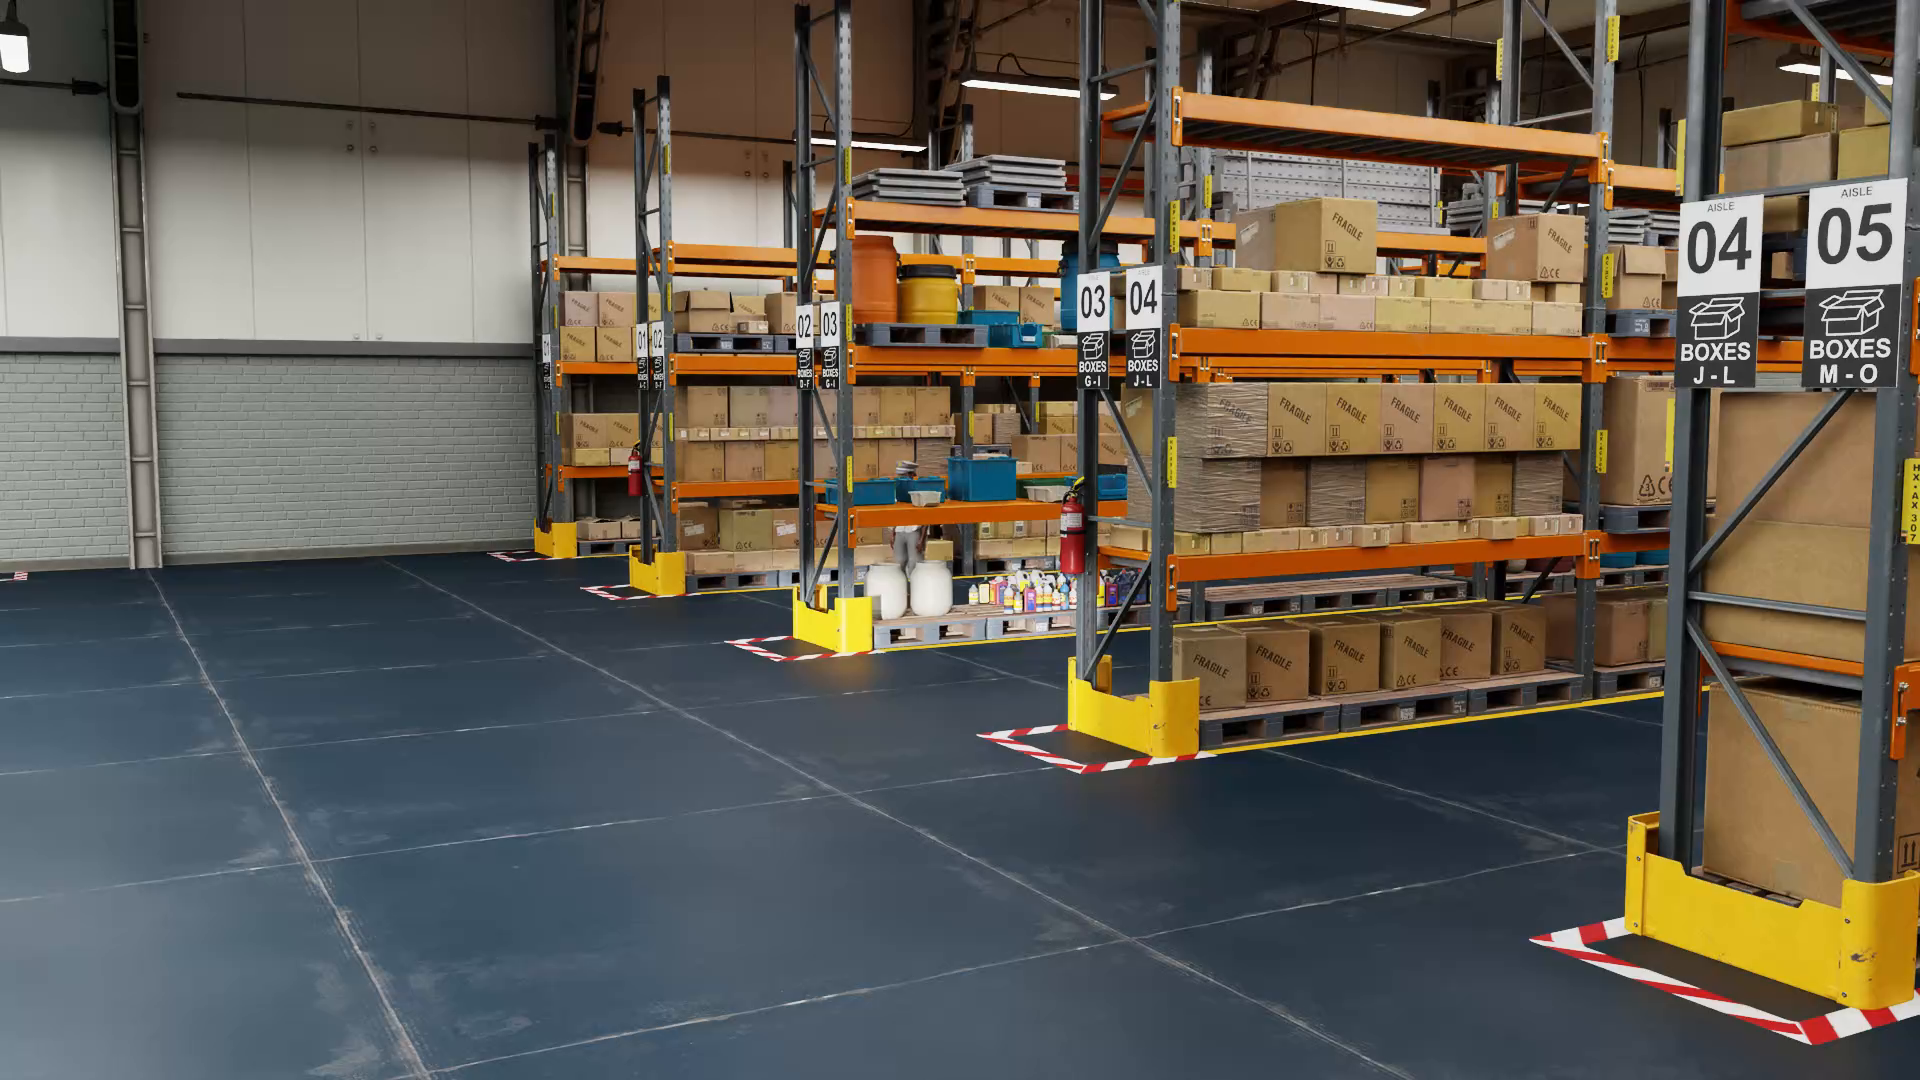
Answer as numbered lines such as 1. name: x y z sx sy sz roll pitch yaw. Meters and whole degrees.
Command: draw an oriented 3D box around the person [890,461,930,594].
1. person: -0.545 -0.019 17.714 0.510 1.659 0.395 5 7 42
